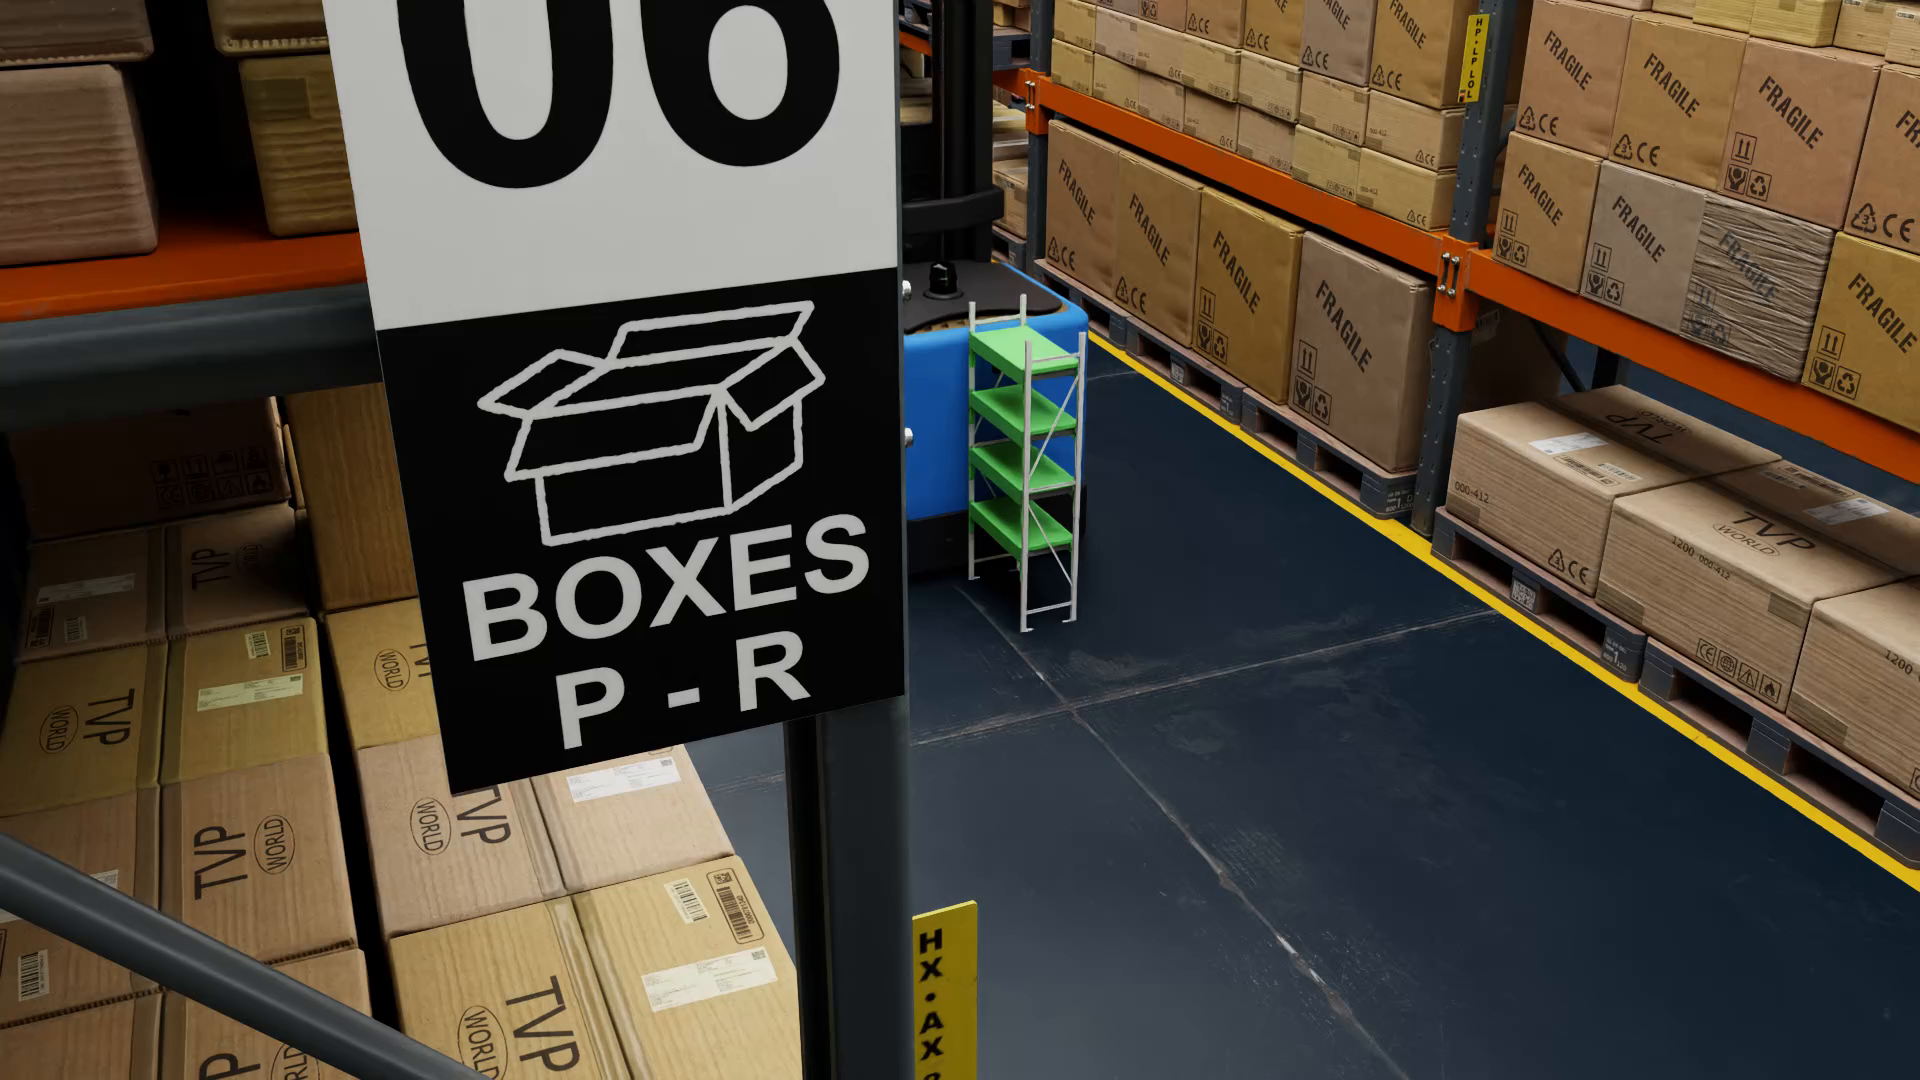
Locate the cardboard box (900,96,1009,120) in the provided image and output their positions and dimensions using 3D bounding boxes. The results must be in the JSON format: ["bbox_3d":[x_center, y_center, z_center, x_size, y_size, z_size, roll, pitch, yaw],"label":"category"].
[{"bbox_3d":[-0.169,-3.197,12.895,0.950,0.372,0.625,-9,27,-17],"label":"cardboard box"}]

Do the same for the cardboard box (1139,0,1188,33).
[{"bbox_3d":[1.264,-2.918,8.555,0.500,0.500,0.500,-10,28,-19],"label":"cardboard box"}]

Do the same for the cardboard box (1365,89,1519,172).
[{"bbox_3d":[2.075,-1.754,7.024,0.500,0.250,0.500,-11,28,-21],"label":"cardboard box"}]

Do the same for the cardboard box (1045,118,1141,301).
[{"bbox_3d":[1.099,-2.016,9.903,0.875,0.875,0.875,-11,28,-21],"label":"cardboard box"}]

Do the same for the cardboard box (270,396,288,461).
[{"bbox_3d":[-1.946,-0.225,4.123,0.500,0.250,0.500,-11,28,-21],"label":"cardboard box"}]

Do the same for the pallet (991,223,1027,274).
[{"bbox_3d":[0.600,-2.138,11.388,1.003,0.211,1.213,-11,28,-21],"label":"pallet"}]

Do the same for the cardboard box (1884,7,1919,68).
[{"bbox_3d":[2.935,-1.456,4.820,0.380,0.149,0.250,-10,28,-20],"label":"cardboard box"}]

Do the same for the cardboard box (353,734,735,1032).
[{"bbox_3d":[-0.656,0.510,2.619,0.500,0.250,0.500,-10,28,-20],"label":"cardboard box"}]

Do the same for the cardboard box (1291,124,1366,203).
[{"bbox_3d":[1.865,-1.737,7.559,0.500,0.250,0.500,-11,28,-21],"label":"cardboard box"}]

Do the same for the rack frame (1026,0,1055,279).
[{"bbox_3d":[0.905,-3.075,10.130,1.000,3.000,0.127,-11,28,-21],"label":"rack frame"}]

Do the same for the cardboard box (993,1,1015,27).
[{"bbox_3d":[0.388,-3.339,10.477,0.380,0.149,0.250,-10,28,-20],"label":"cardboard box"}]

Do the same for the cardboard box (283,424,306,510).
[{"bbox_3d":[-1.278,-0.105,3.879,0.500,0.250,0.500,-11,28,-21],"label":"cardboard box"}]

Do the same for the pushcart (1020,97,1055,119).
[{"bbox_3d":[1.417,-3.924,14.856,1.648,0.377,0.936,-22,34,-38],"label":"pushcart"}]

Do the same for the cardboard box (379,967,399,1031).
[{"bbox_3d":[-0.681,0.747,2.588,0.380,0.149,0.250,-11,28,-21],"label":"cardboard box"}]

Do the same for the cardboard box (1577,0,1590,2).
[{"bbox_3d":[2.356,-2.074,6.086,0.380,0.149,0.250,-11,28,-21],"label":"cardboard box"}]

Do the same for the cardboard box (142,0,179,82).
[{"bbox_3d":[-1.162,-0.633,1.995,0.380,0.149,0.250,-12,28,-22],"label":"cardboard box"}]

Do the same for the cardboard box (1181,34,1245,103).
[{"bbox_3d":[1.448,-2.366,8.279,0.500,0.250,0.500,-10,28,-20],"label":"cardboard box"}]

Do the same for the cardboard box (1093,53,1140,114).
[{"bbox_3d":[1.082,-2.563,9.251,0.500,0.250,0.500,-11,28,-22],"label":"cardboard box"}]

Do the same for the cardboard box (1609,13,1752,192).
[{"bbox_3d":[2.627,-1.516,5.682,0.500,0.500,0.500,-11,28,-21],"label":"cardboard box"}]

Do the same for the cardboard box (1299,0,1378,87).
[{"bbox_3d":[1.856,-2.299,7.287,0.500,0.500,0.500,-10,28,-20],"label":"cardboard box"}]

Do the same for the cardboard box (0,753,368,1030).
[{"bbox_3d":[-1.153,0.594,2.446,0.500,0.250,0.500,-10,28,-20],"label":"cardboard box"}]

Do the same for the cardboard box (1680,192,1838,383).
[{"bbox_3d":[2.796,-0.865,5.489,0.500,0.500,0.500,-10,28,-20],"label":"cardboard box"}]

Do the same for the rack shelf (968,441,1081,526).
[{"bbox_3d":[0.246,-0.239,6.517,0.258,0.148,0.480,-11,28,-22],"label":"rack shelf"}]

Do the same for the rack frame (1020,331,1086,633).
[{"bbox_3d":[0.347,-0.198,6.289,0.240,1.200,0.015,-11,28,-22],"label":"rack frame"}]

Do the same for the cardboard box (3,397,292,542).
[{"bbox_3d":[-1.756,-0.362,3.551,0.500,0.500,0.500,-11,28,-22],"label":"cardboard box"}]

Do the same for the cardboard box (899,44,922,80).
[{"bbox_3d":[-0.644,-4.265,14.366,0.500,0.500,0.500,-9,27,-18],"label":"cardboard box"}]

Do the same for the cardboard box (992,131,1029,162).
[{"bbox_3d":[0.396,-2.609,11.692,0.950,0.372,0.625,-11,28,-22],"label":"cardboard box"}]

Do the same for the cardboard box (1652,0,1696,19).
[{"bbox_3d":[2.610,-1.877,5.683,0.380,0.149,0.250,-11,28,-21],"label":"cardboard box"}]

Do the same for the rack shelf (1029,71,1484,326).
[{"bbox_3d":[1.688,-1.945,8.634,1.077,0.370,4.000,-11,28,-21],"label":"rack shelf"}]

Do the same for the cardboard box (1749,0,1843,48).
[{"bbox_3d":[2.728,-1.654,5.227,0.380,0.149,0.250,-11,28,-22],"label":"cardboard box"}]

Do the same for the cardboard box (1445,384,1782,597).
[{"bbox_3d":[2.618,-0.226,6.735,0.875,0.438,0.875,-11,28,-21],"label":"cardboard box"}]

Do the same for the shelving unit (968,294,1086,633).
[{"bbox_3d":[0.246,-0.296,6.489,0.258,1.200,0.503,-11,28,-22],"label":"shelving unit"}]

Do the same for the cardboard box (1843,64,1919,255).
[{"bbox_3d":[3.012,-1.103,4.837,0.500,0.500,0.500,-11,28,-21],"label":"cardboard box"}]

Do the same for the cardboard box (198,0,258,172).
[{"bbox_3d":[-0.566,-0.496,1.715,0.380,0.149,0.250,-10,28,-20],"label":"cardboard box"}]

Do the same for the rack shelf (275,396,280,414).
[{"bbox_3d":[-2.878,-1.090,6.884,1.077,0.370,4.000,-11,28,-21],"label":"rack shelf"}]

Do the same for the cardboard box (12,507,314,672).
[{"bbox_3d":[-1.547,0.182,3.290,0.500,0.250,0.500,-11,28,-21],"label":"cardboard box"}]

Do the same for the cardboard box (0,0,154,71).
[{"bbox_3d":[-0.953,-0.538,1.347,0.500,0.250,0.500,-11,28,-22],"label":"cardboard box"}]

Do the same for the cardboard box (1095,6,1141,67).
[{"bbox_3d":[1.077,-2.777,9.119,0.500,0.250,0.500,-10,28,-19],"label":"cardboard box"}]

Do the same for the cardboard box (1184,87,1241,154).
[{"bbox_3d":[1.479,-2.151,8.408,0.500,0.250,0.500,-11,28,-21],"label":"cardboard box"}]

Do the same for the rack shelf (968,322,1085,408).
[{"bbox_3d":[0.246,-0.670,6.306,0.258,0.148,0.480,-11,28,-22],"label":"rack shelf"}]

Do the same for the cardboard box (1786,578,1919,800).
[{"bbox_3d":[3.321,0.500,5.249,0.875,0.438,0.875,-10,28,-19],"label":"cardboard box"}]

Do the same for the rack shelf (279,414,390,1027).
[{"bbox_3d":[-1.311,0.525,3.577,1.077,0.370,4.000,-11,28,-21],"label":"rack shelf"}]

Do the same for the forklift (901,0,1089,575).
[{"bbox_3d":[-0.529,-1.774,7.543,1.130,2.935,3.031,-11,28,-22],"label":"forklift"}]

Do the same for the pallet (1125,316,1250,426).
[{"bbox_3d":[1.618,-0.999,9.056,1.003,0.211,1.213,-11,28,-21],"label":"pallet"}]

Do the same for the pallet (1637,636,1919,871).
[{"bbox_3d":[3.179,0.606,5.768,1.003,0.211,1.213,-11,28,-21],"label":"pallet"}]
